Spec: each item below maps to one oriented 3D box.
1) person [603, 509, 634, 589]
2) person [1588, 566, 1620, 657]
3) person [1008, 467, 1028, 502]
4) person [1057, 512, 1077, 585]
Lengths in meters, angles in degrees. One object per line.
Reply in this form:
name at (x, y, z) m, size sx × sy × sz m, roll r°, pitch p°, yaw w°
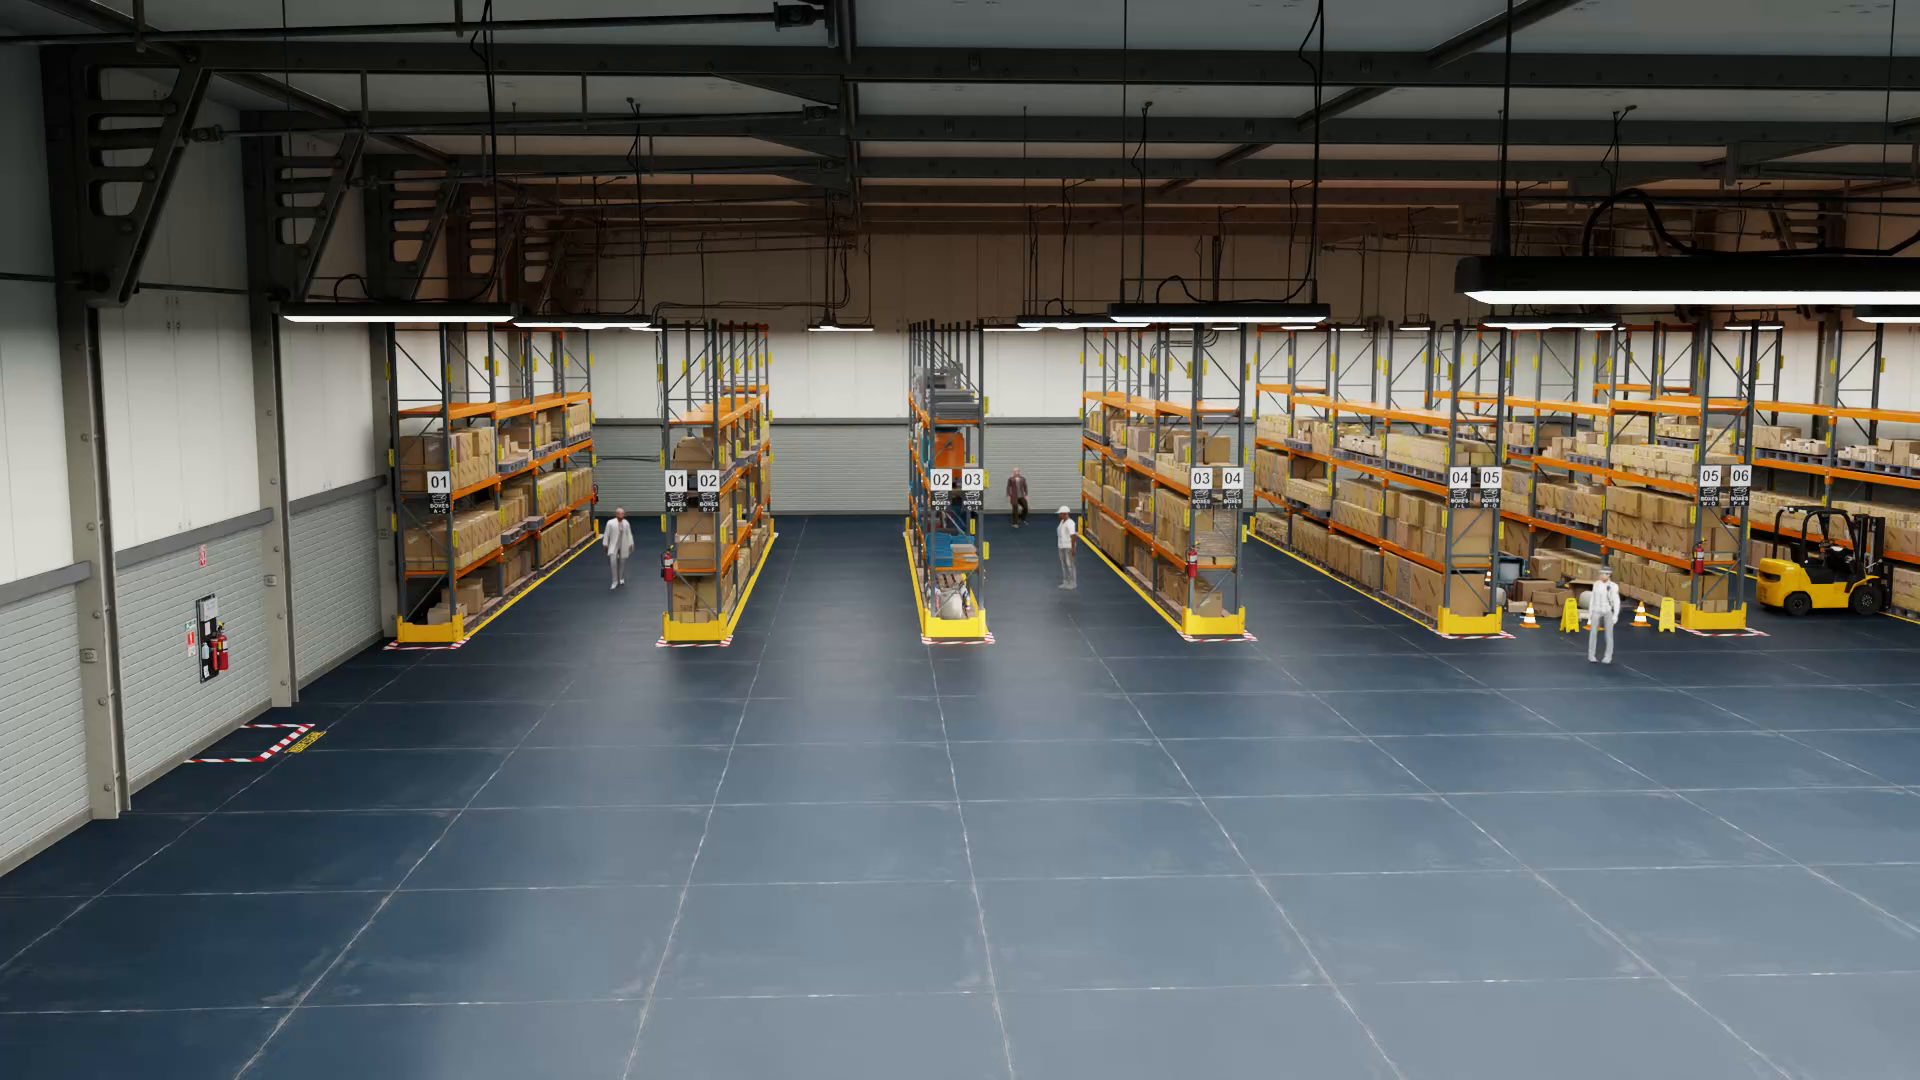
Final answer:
person at (-7.775, 0.176, 37.842) m, size 0.700 × 1.788 × 0.870 m, roll -1°, pitch 7°, yaw -10°
person at (11.283, 1.258, 29.145) m, size 0.514 × 1.617 × 0.347 m, roll 6°, pitch 9°, yaw 39°
person at (1.699, -1.511, 49.386) m, size 0.623 × 0.764 × 0.406 m, roll -3°, pitch 7°, yaw -20°
person at (2.285, 0.142, 35.547) m, size 0.407 × 1.664 × 0.624 m, roll -5°, pitch 9°, yaw -35°
